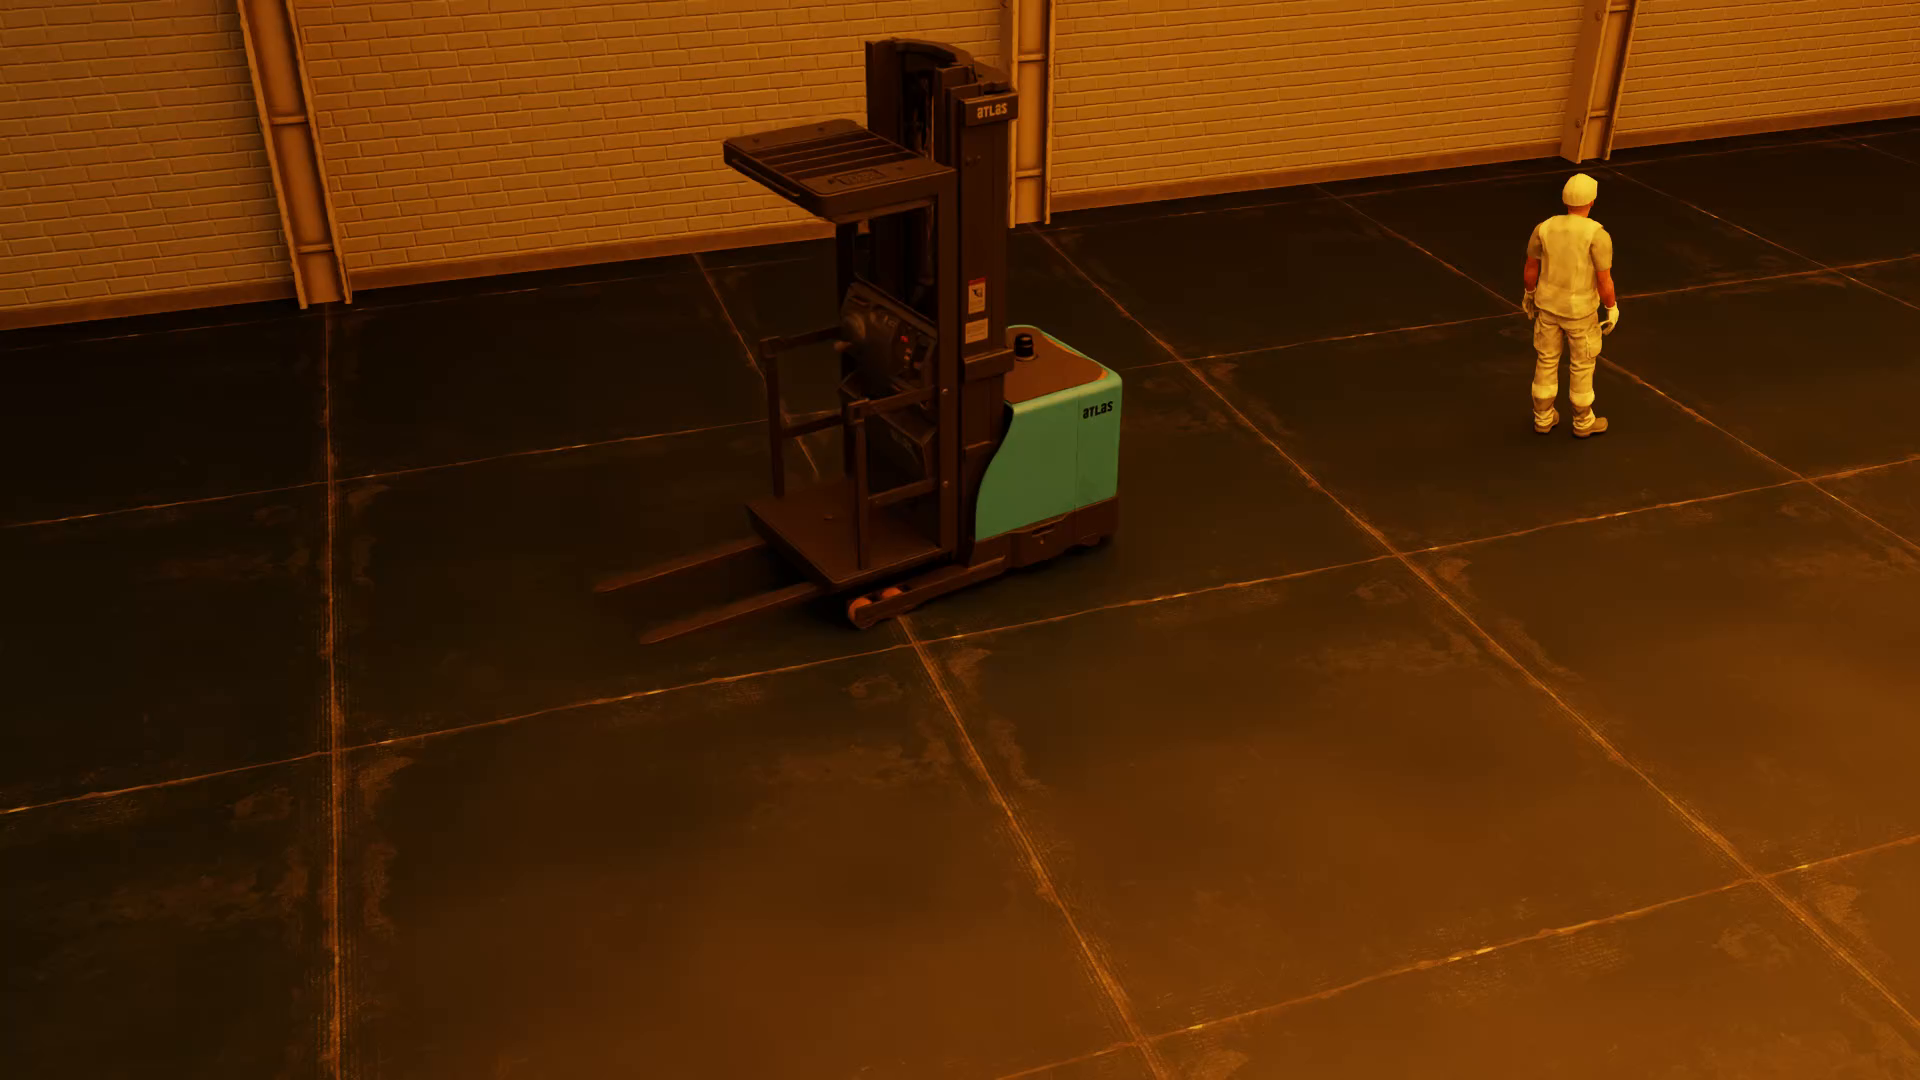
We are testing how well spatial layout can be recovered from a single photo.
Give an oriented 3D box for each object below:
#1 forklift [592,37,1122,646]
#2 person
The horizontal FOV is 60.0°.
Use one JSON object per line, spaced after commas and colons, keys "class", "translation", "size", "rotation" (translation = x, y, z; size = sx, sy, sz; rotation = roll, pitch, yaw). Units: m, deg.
{"class": "forklift", "translation": [-0.570, -1.082, 8.968], "size": [3.031, 2.935, 1.130], "rotation": [-18, 34, -28]}
{"class": "person", "translation": [4.022, -1.544, 10.902], "size": [0.637, 1.790, 0.561], "rotation": [26, 39, 37]}
